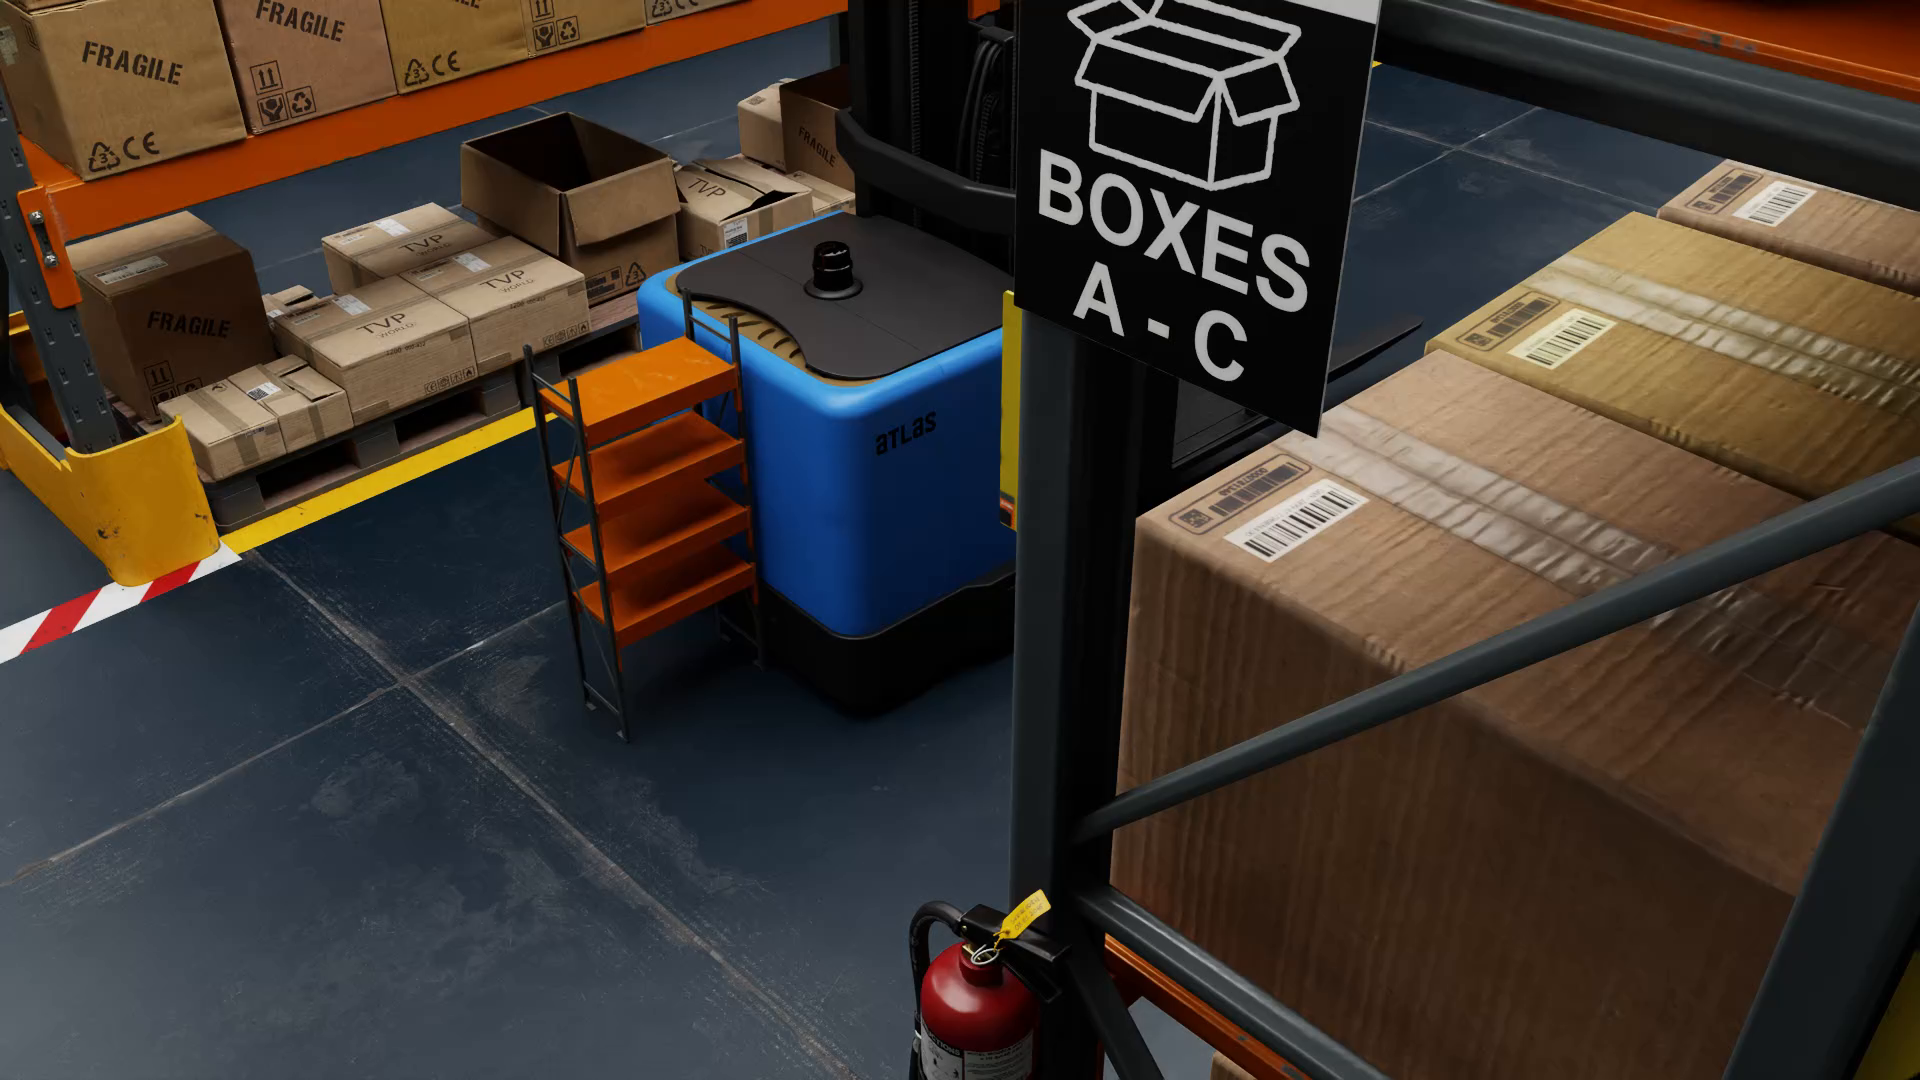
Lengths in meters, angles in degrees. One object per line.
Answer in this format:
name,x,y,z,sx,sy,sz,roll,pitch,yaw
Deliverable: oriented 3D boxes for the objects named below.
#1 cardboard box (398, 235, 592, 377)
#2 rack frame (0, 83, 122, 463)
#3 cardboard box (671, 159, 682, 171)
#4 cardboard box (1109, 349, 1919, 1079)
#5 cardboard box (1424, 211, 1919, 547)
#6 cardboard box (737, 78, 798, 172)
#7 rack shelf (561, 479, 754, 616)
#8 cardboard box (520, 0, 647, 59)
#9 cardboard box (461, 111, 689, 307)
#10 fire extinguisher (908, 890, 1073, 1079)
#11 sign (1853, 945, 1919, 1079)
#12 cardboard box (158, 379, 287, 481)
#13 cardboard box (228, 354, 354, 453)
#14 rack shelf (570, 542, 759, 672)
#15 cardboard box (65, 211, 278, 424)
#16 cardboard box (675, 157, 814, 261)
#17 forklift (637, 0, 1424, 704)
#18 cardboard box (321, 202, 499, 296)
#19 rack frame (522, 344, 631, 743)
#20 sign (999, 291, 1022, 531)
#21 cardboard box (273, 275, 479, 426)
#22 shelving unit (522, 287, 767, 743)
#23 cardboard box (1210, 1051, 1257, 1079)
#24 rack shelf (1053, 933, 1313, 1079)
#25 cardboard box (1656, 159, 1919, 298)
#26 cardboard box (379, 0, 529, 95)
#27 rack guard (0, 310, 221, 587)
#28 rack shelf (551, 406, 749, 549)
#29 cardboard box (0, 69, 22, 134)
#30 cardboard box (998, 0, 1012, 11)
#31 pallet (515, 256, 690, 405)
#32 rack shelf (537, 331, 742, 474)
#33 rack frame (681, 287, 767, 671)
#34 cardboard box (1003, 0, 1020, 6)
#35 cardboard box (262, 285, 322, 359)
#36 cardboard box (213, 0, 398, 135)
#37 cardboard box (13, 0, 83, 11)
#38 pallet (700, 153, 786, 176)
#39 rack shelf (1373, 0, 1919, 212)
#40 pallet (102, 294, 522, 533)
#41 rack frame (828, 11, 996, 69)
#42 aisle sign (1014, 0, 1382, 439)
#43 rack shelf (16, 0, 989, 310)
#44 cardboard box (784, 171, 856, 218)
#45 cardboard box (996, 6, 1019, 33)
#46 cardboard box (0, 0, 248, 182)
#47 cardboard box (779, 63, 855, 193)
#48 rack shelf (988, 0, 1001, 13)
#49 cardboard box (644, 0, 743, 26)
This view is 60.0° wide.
cardboard box,-1.766,-0.901,6.332,0.500,0.250,0.500,30,45,35
rack frame,-3.055,-1.336,4.936,1.000,3.000,0.127,30,45,35
cardboard box,-1.289,-1.539,7.321,0.380,0.166,0.250,30,45,35
cardboard box,0.815,0.325,2.292,0.700,0.700,0.980,-28,43,-34
cardboard box,1.320,0.025,2.722,0.980,0.700,0.700,29,44,35
cardboard box,-0.686,-1.954,7.788,0.500,0.311,0.500,30,45,35
rack shelf,-0.855,0.003,4.707,0.480,0.148,0.258,-27,43,-33
cardboard box,-1.487,-2.067,5.897,0.500,0.500,0.500,-29,44,-35
cardboard box,-1.557,-1.351,6.756,0.797,0.503,0.637,30,45,35
fire extinguisher,0.029,0.719,2.383,0.296,0.674,0.183,30,45,35
sign,0.852,0.498,1.481,0.100,0.325,0.005,30,45,35
cardboard box,-2.516,-0.378,5.671,0.380,0.149,0.250,30,45,35
cardboard box,-2.340,-0.487,5.811,0.380,0.166,0.250,30,45,35
rack shelf,-0.855,0.166,4.821,0.480,0.148,0.258,-27,43,-33
cardboard box,-2.847,-0.811,5.984,0.500,0.500,0.500,30,45,35
cardboard box,-0.966,-1.387,6.976,0.500,0.311,0.500,30,45,35
forklift,0.468,-1.444,5.151,3.031,2.935,1.130,-27,43,-33
cardboard box,-2.156,-1.082,6.591,0.500,0.250,0.500,30,45,35
rack frame,-1.036,0.041,4.535,0.015,1.200,0.240,-27,43,-33
sign,0.087,-0.137,1.998,0.100,0.325,0.005,30,45,35
cardboard box,-2.119,-0.698,6.040,0.500,0.250,0.500,30,45,35
shelving unit,-0.855,-0.052,4.669,0.503,1.200,0.258,-27,43,-33
cardboard box,0.885,1.188,3.136,0.700,0.500,0.500,30,45,35
rack shelf,1.872,0.143,3.446,1.077,0.370,4.000,30,45,35
cardboard box,1.863,-0.280,3.161,0.980,0.700,0.700,27,43,33
cardboard box,-1.840,-1.865,5.607,0.500,0.500,0.500,29,44,35
rack guard,-3.002,-0.341,5.695,1.175,0.500,0.348,30,45,35
rack shelf,-0.855,-0.180,4.579,0.480,0.148,0.258,-27,43,-33
cardboard box,-2.933,-1.668,5.326,0.500,0.500,0.500,-28,44,-34
cardboard box,-0.093,-2.430,8.307,0.500,0.500,0.500,29,44,35
pallet,-1.581,-1.040,6.949,1.003,0.211,1.213,30,45,35
rack shelf,-0.855,-0.374,4.444,0.480,0.148,0.258,-27,43,-33
rack frame,-0.674,-0.145,4.803,0.015,1.200,0.240,-27,43,-33
cardboard box,0.261,-2.628,8.589,0.500,0.500,0.500,-30,45,-35
cardboard box,-2.498,-0.802,6.263,0.380,0.166,0.250,30,45,35
cardboard box,-2.196,-1.662,5.317,0.500,0.500,0.500,29,44,35
cardboard box,-2.556,-1.861,4.727,0.500,0.500,0.500,-28,44,-34
pallet,-0.722,-1.537,7.663,1.003,0.211,1.213,30,45,35
rack shelf,1.872,-1.088,2.587,1.077,0.370,4.000,30,45,35
pallet,-2.441,-0.547,6.243,1.003,0.211,1.213,30,45,35
rack frame,-0.237,-2.959,7.264,1.000,3.000,0.127,30,45,35
aisle sign,0.199,-0.499,1.463,0.394,0.787,0.004,30,45,35
rack shelf,-1.646,-1.852,6.306,1.077,0.370,4.000,30,45,35
cardboard box,-0.659,-1.449,7.206,0.380,0.149,0.250,30,45,35
cardboard box,0.277,-2.213,7.994,0.500,0.500,0.500,27,43,33
cardboard box,-2.556,-1.451,5.013,0.500,0.500,0.500,-29,44,-35
cardboard box,-0.437,-1.769,7.358,0.500,0.500,0.500,30,45,35
rack shelf,1.172,-3.476,8.634,1.077,0.370,4.000,30,45,35
cardboard box,-1.130,-2.275,6.195,0.500,0.500,0.500,-29,44,-35
